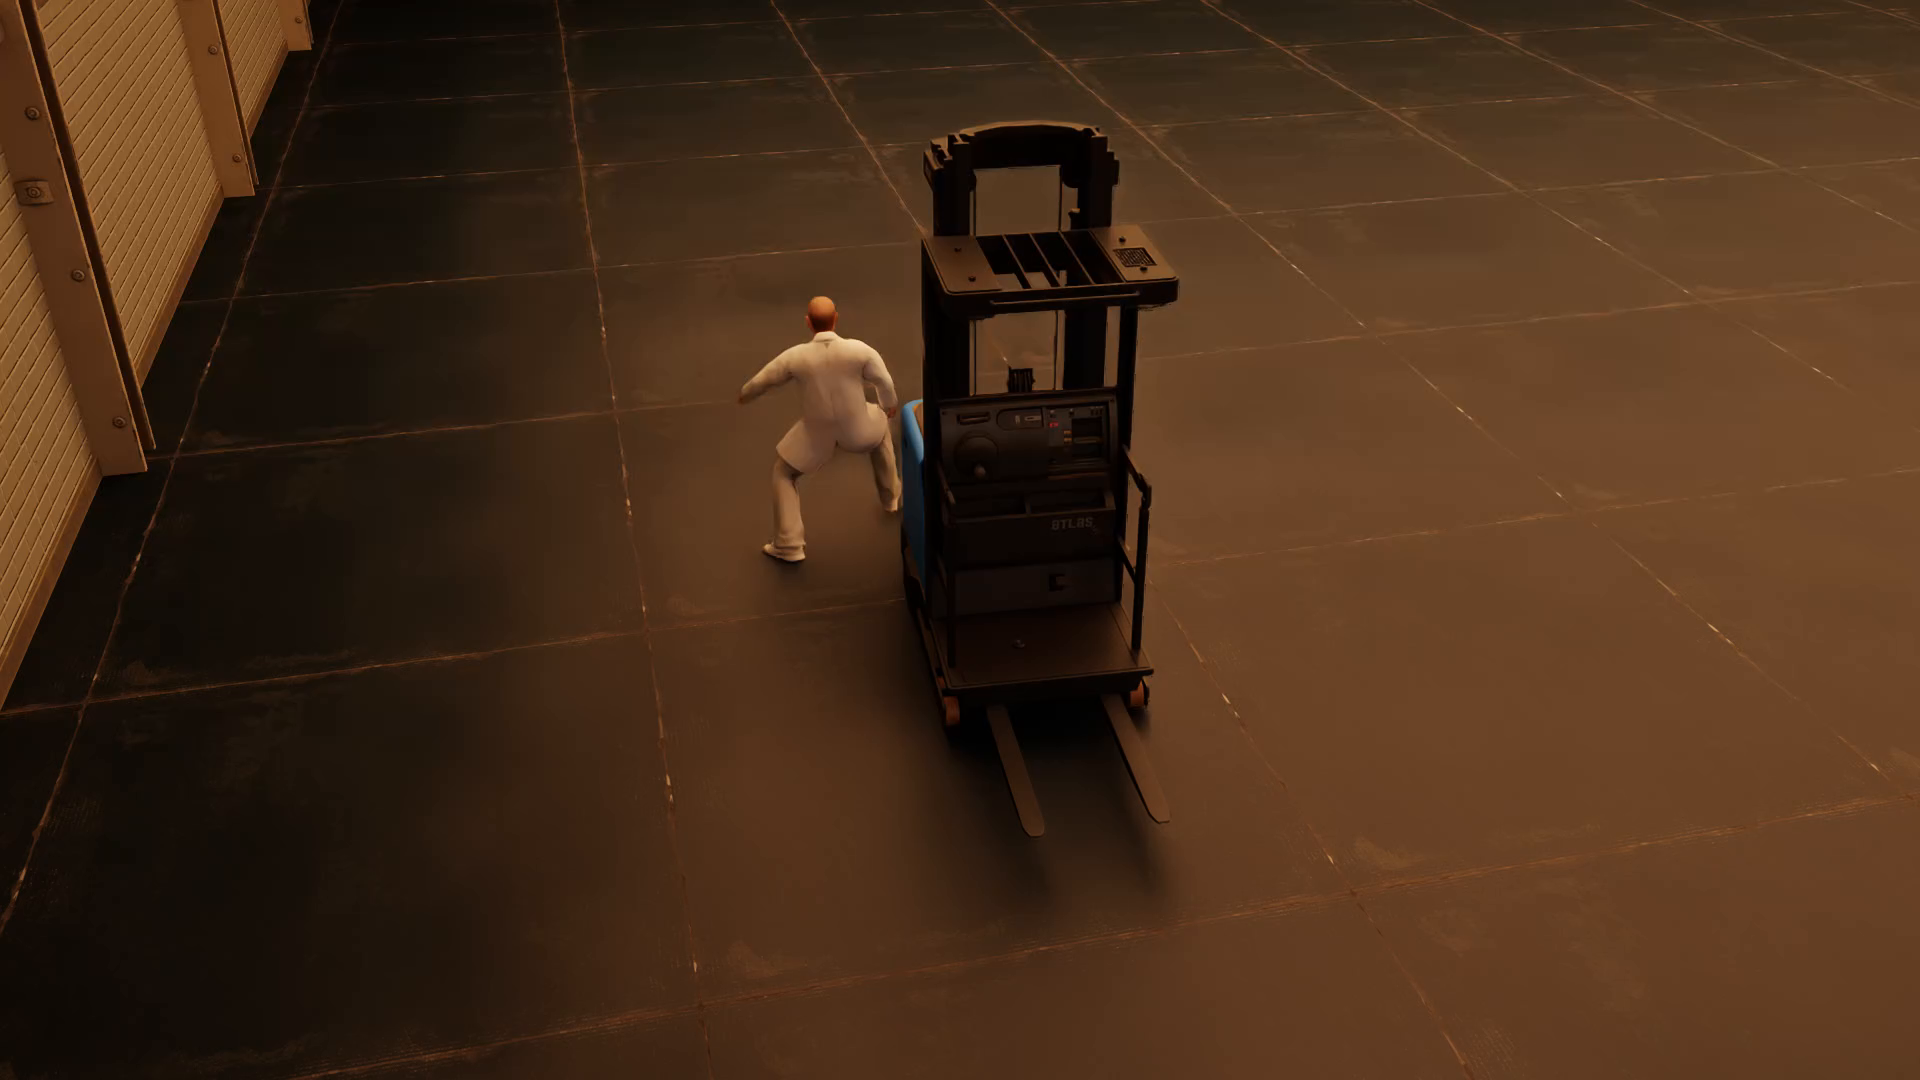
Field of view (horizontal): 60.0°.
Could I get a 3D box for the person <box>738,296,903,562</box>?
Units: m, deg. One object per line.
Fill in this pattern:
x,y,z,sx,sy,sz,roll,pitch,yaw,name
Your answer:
-0.849,-0.744,10.237,1.016,1.645,0.891,-4,30,-6,person

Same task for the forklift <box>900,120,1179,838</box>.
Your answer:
0.396,-0.478,8.400,1.130,2.935,3.031,-5,30,-8,forklift
